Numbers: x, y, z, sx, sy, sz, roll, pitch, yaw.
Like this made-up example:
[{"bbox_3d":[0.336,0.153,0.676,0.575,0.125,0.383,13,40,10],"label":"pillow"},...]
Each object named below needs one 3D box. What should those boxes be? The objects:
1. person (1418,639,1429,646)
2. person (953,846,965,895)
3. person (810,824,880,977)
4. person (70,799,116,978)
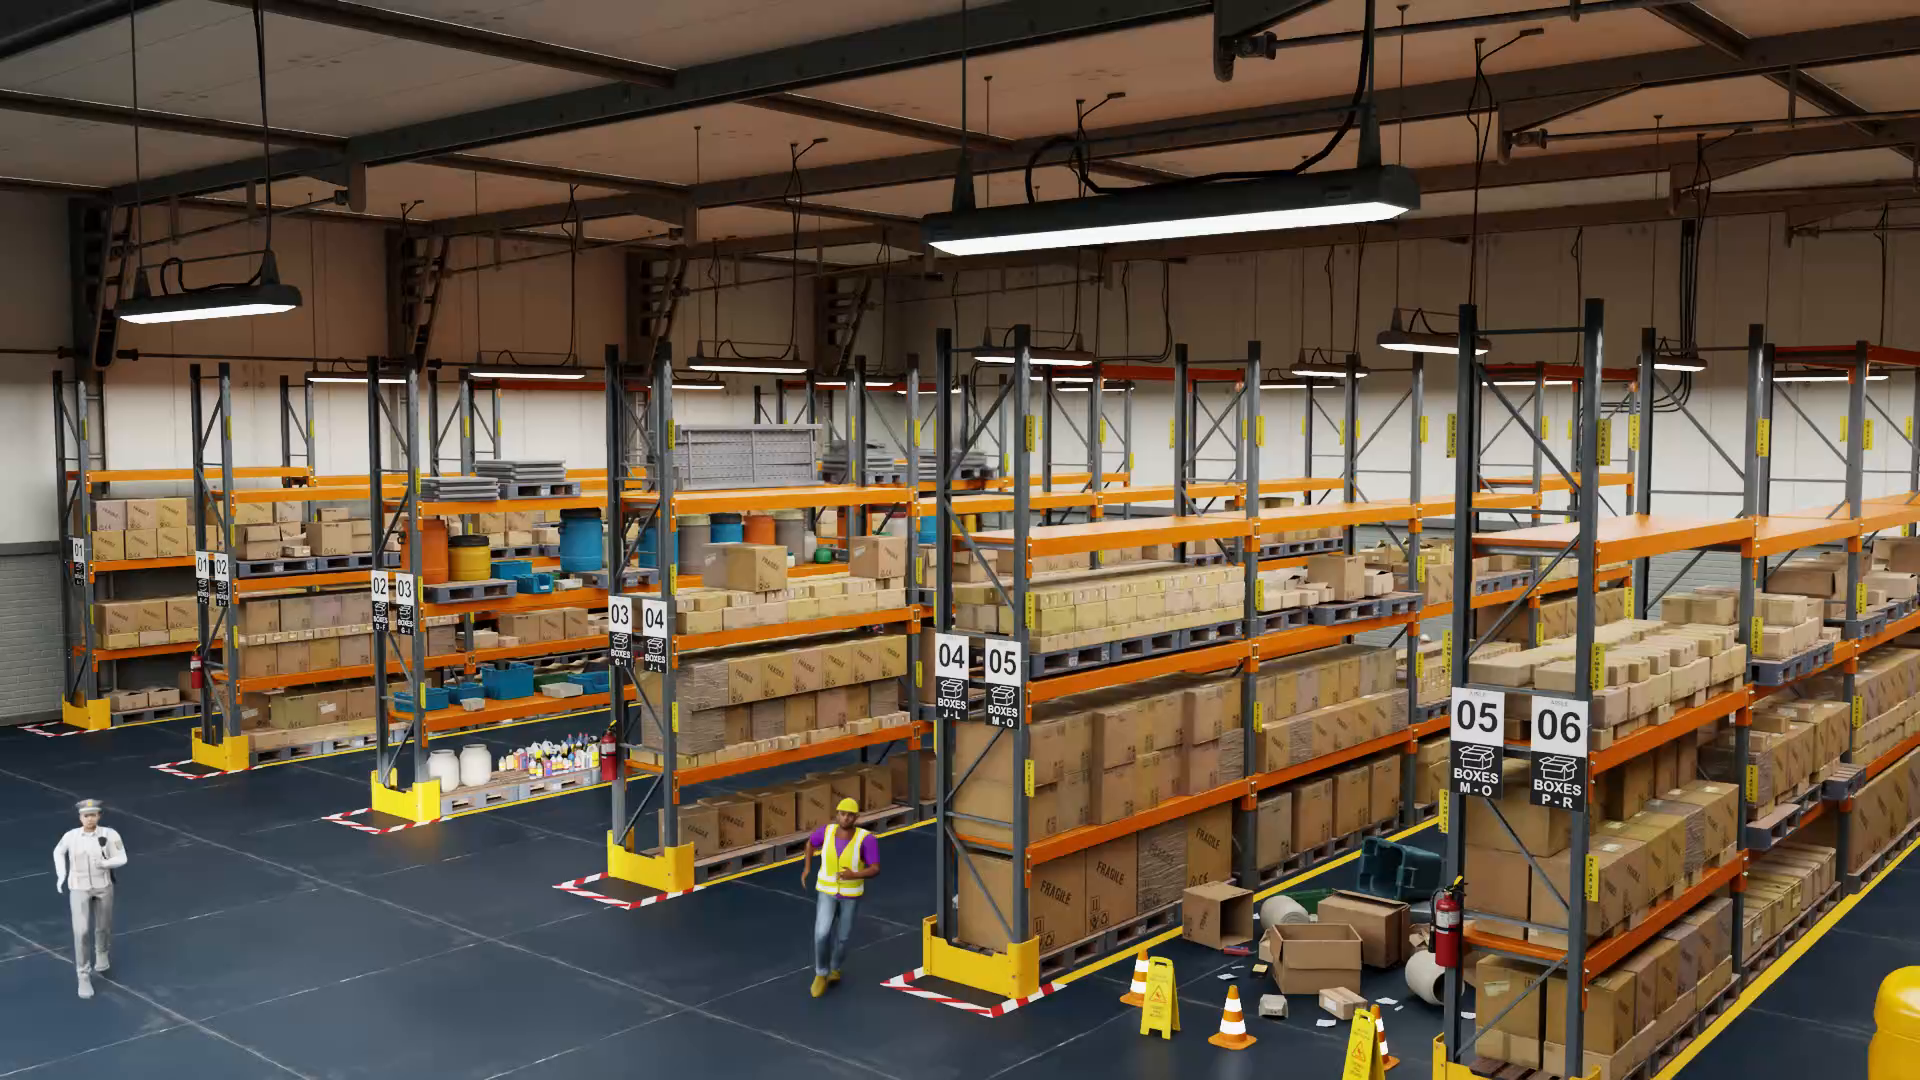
[{"bbox_3d":[7.448,2.405,26.547,0.661,1.726,0.791,4,6,42],"label":"person"},{"bbox_3d":[0.120,3.023,17.688,0.507,1.487,0.707,3,5,35],"label":"person"},{"bbox_3d":[-1.042,3.283,15.067,0.643,1.392,0.679,0,4,-2],"label":"person"},{"bbox_3d":[-7.943,3.137,15.233,0.376,1.595,0.653,-2,5,-29],"label":"person"}]
